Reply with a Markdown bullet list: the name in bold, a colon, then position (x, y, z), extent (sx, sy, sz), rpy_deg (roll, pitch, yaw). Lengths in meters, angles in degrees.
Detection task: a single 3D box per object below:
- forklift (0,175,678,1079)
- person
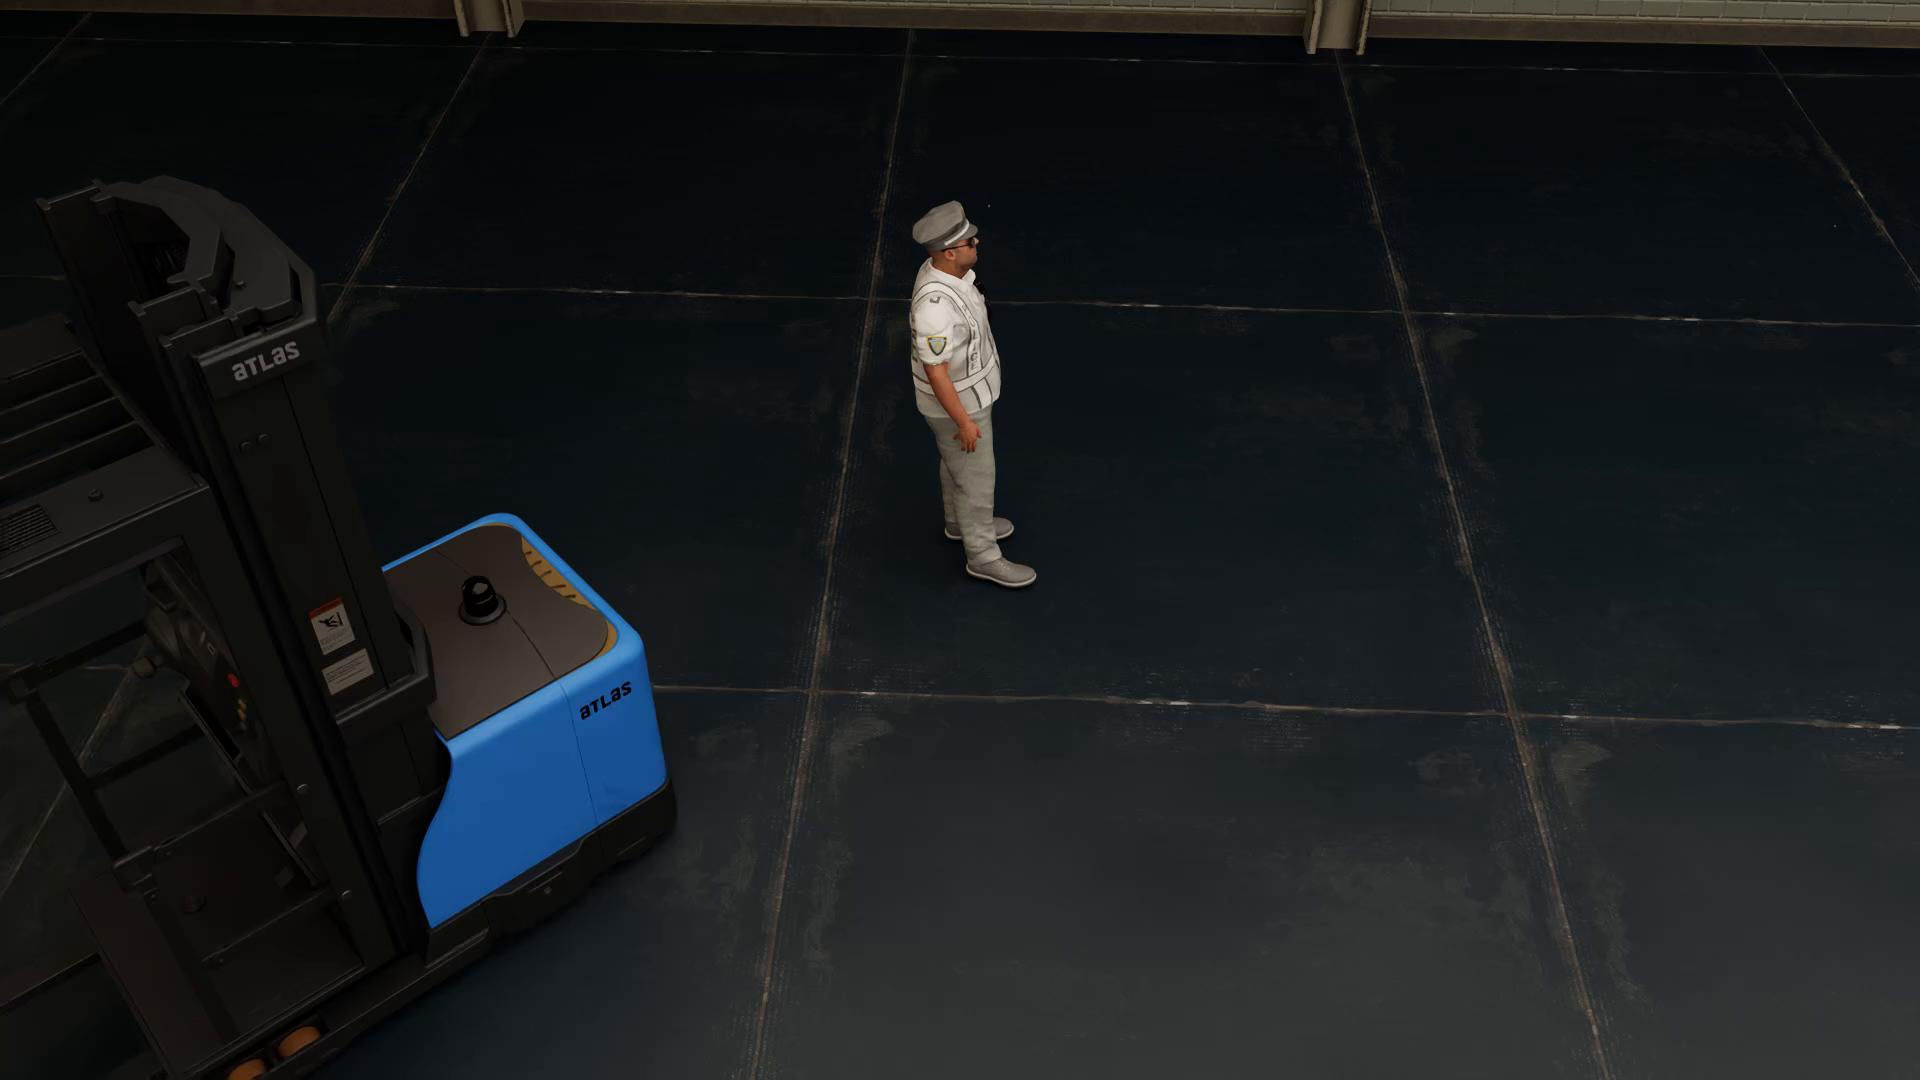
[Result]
- **forklift**: position (-2.564, 0.478, 5.219), extent (3.031, 2.935, 1.130), rpy_deg (-31, 51, -29)
- **person**: position (0.078, -0.654, 7.299), extent (0.574, 1.781, 0.641), rpy_deg (2, 42, 2)
